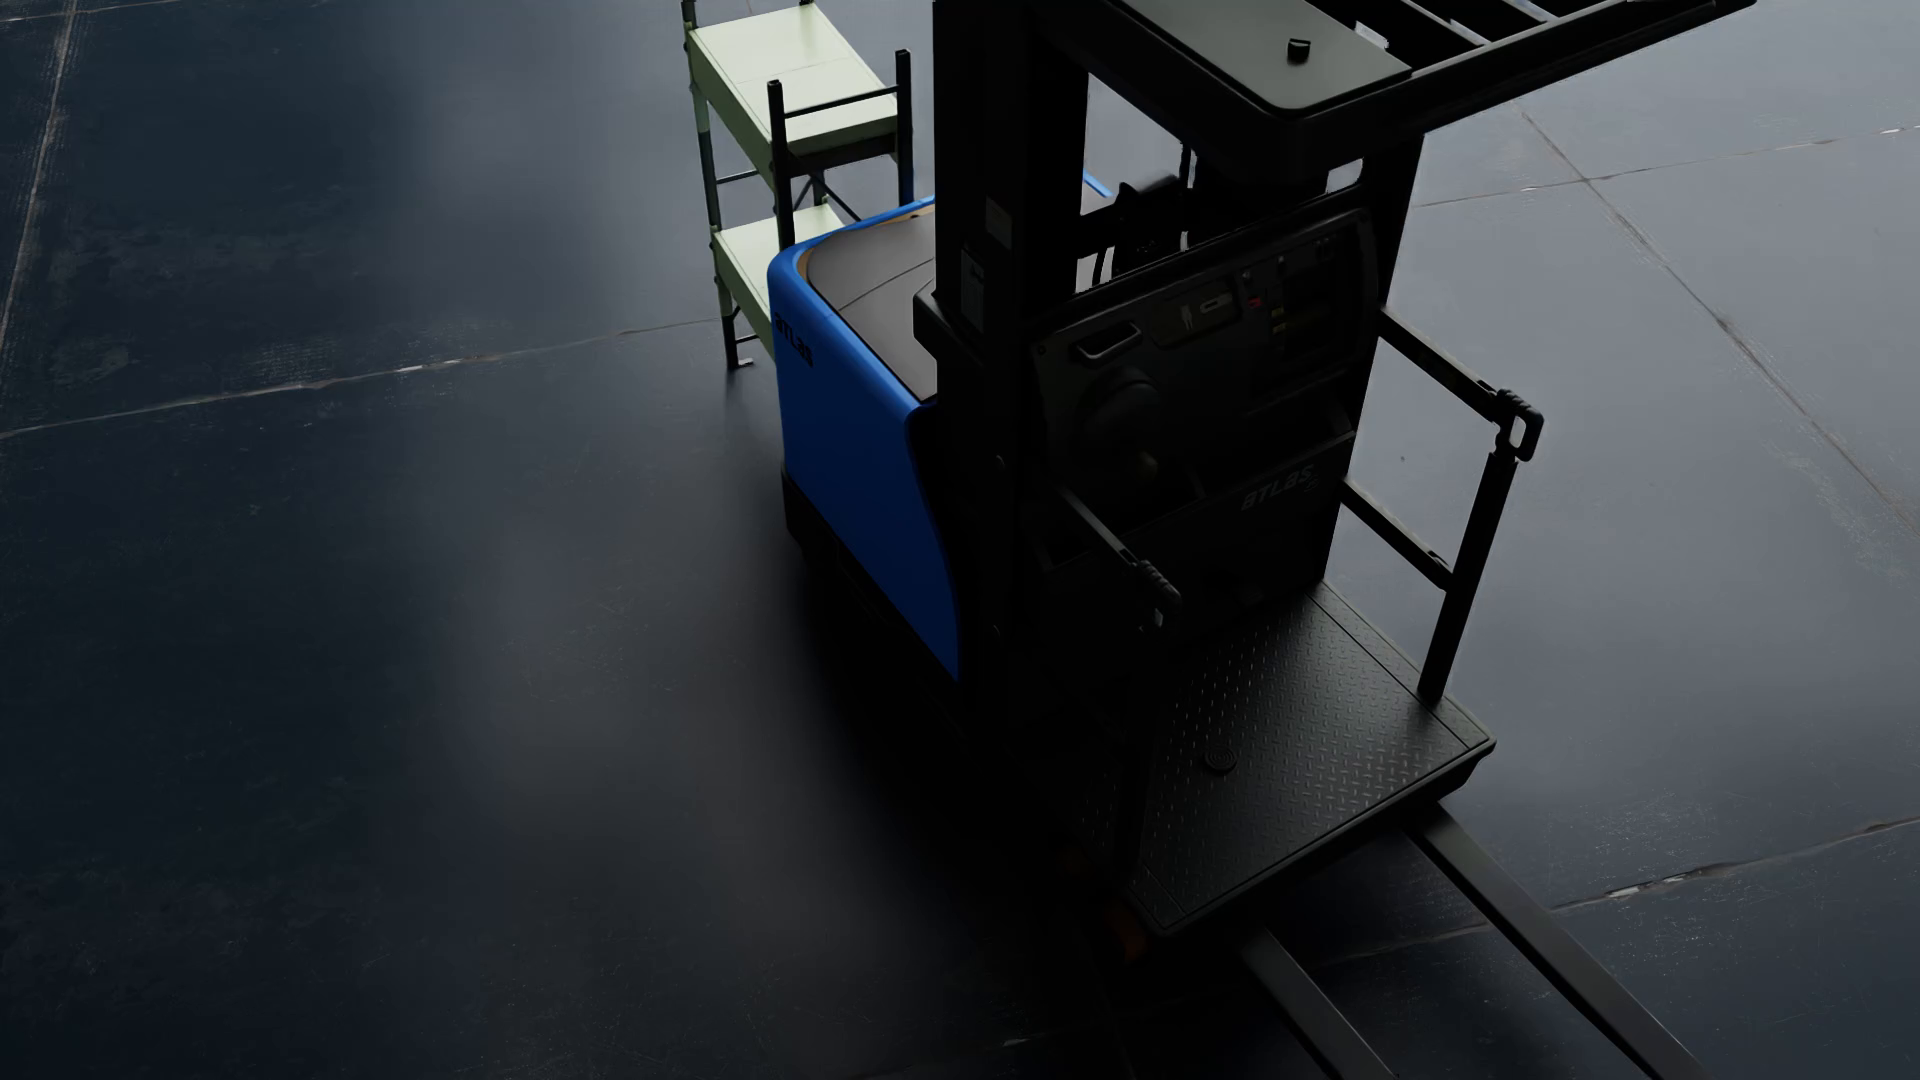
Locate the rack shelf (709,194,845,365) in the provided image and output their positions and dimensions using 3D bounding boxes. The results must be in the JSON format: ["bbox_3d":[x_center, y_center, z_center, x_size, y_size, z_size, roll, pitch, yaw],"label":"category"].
[{"bbox_3d":[-0.475,-0.727,5.369,0.431,0.370,0.720,-19,49,-18],"label":"rack shelf"}]

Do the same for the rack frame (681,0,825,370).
[{"bbox_3d":[-0.632,-1.191,5.367,0.400,1.500,0.023,-19,49,-18],"label":"rack frame"}]

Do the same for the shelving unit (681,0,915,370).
[{"bbox_3d":[-0.475,-0.955,5.136,0.431,1.500,0.755,-19,49,-18],"label":"shelving unit"}]

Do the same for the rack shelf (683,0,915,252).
[{"bbox_3d":[-0.475,-1.228,4.857,0.431,0.370,0.720,-19,49,-18],"label":"rack shelf"}]

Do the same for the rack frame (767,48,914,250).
[{"bbox_3d":[-0.317,-0.719,4.905,0.400,1.500,0.023,-19,49,-18],"label":"rack frame"}]

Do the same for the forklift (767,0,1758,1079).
[{"bbox_3d":[0.668,-0.345,3.536,1.130,2.935,3.031,-24,50,-22],"label":"forklift"}]
